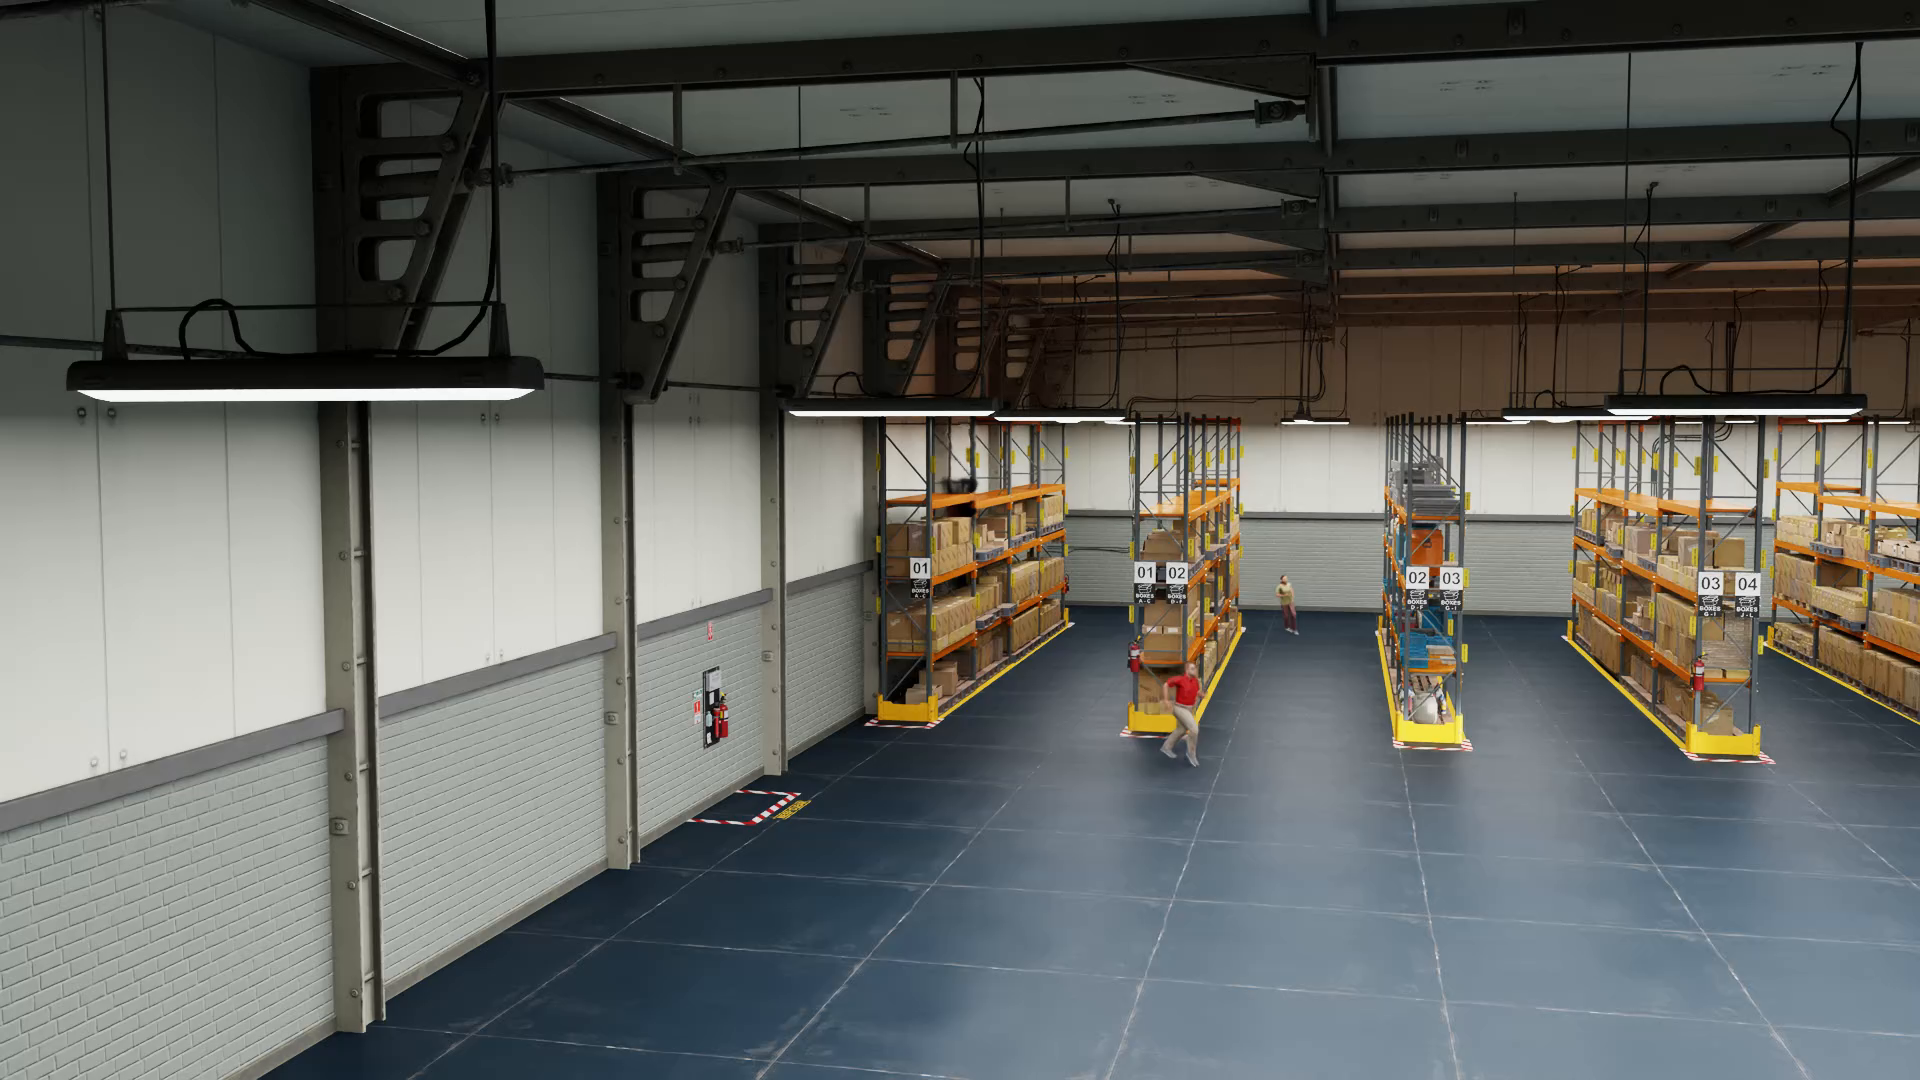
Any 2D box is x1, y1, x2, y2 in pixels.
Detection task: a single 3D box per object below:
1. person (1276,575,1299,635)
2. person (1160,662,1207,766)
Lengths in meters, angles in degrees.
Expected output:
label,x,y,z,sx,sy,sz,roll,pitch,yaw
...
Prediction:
label,x,y,z,sx,sy,sz,roll,pitch,yaw
person,9.018,1.801,46.136,0.617,1.710,0.766,-1,4,-9
person,3.805,2.999,28.370,0.862,1.703,0.686,3,5,39
